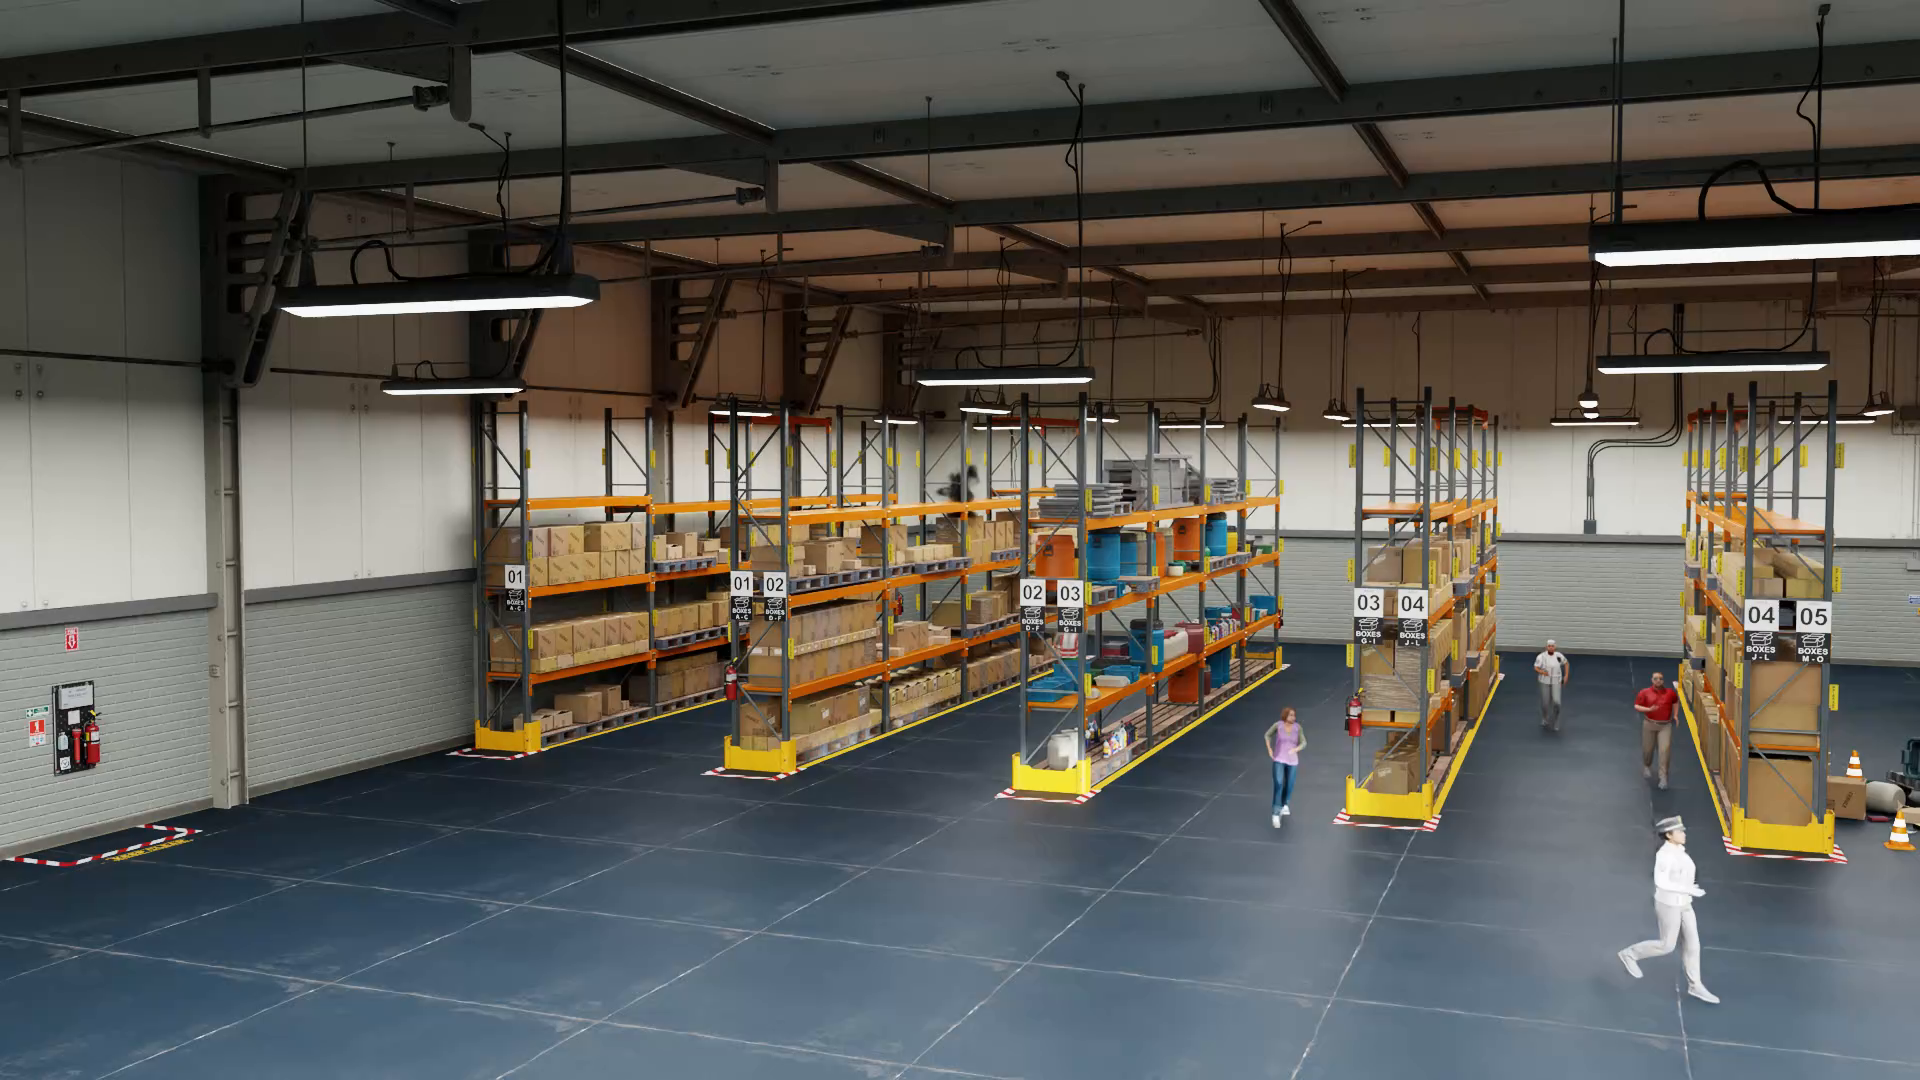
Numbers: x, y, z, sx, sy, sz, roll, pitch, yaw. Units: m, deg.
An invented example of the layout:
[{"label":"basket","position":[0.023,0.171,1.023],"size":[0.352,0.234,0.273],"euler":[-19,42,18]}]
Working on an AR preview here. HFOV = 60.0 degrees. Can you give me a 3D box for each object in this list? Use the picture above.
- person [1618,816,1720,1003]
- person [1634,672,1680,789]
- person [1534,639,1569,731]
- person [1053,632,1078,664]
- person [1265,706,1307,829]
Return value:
[{"label":"person","position":[6.625,3.396,15.500],"size":[0.901,1.693,0.616],"euler":[3,4,43]},{"label":"person","position":[10.687,2.876,25.491],"size":[0.662,1.707,0.987],"euler":[1,3,18]},{"label":"person","position":[10.942,2.700,30.777],"size":[0.624,1.729,0.701],"euler":[1,3,16]},{"label":"person","position":[2.233,2.429,34.055],"size":[0.656,1.786,0.987],"euler":[0,3,10]},{"label":"person","position":[4.494,3.091,22.889],"size":[0.538,1.606,0.830],"euler":[0,3,0]}]
